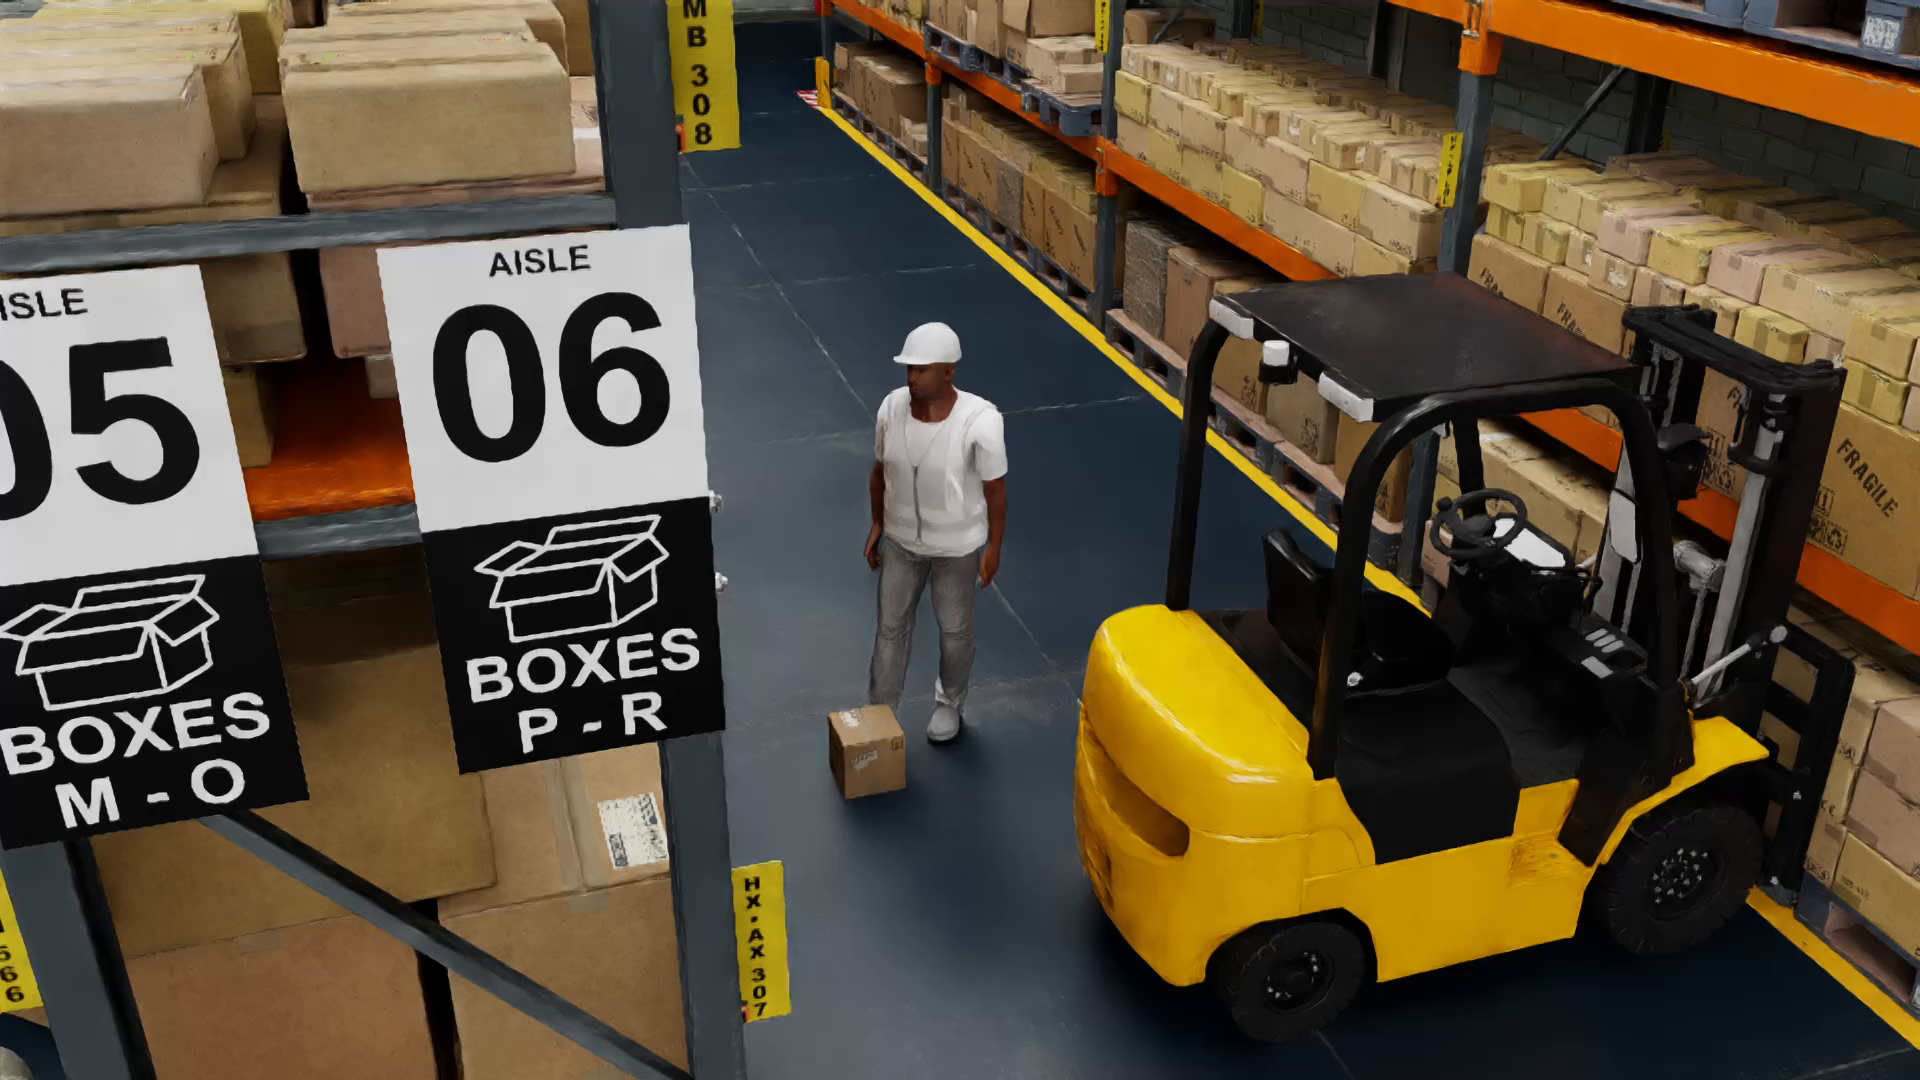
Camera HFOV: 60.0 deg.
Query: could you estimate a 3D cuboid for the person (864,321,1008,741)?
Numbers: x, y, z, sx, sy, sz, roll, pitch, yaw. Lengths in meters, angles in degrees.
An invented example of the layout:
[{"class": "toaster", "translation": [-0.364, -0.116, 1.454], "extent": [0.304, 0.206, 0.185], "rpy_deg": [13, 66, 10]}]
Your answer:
[{"class": "person", "translation": [-0.140, 0.028, 6.506], "extent": [0.578, 1.769, 0.571], "rpy_deg": [11, 28, 21]}]
